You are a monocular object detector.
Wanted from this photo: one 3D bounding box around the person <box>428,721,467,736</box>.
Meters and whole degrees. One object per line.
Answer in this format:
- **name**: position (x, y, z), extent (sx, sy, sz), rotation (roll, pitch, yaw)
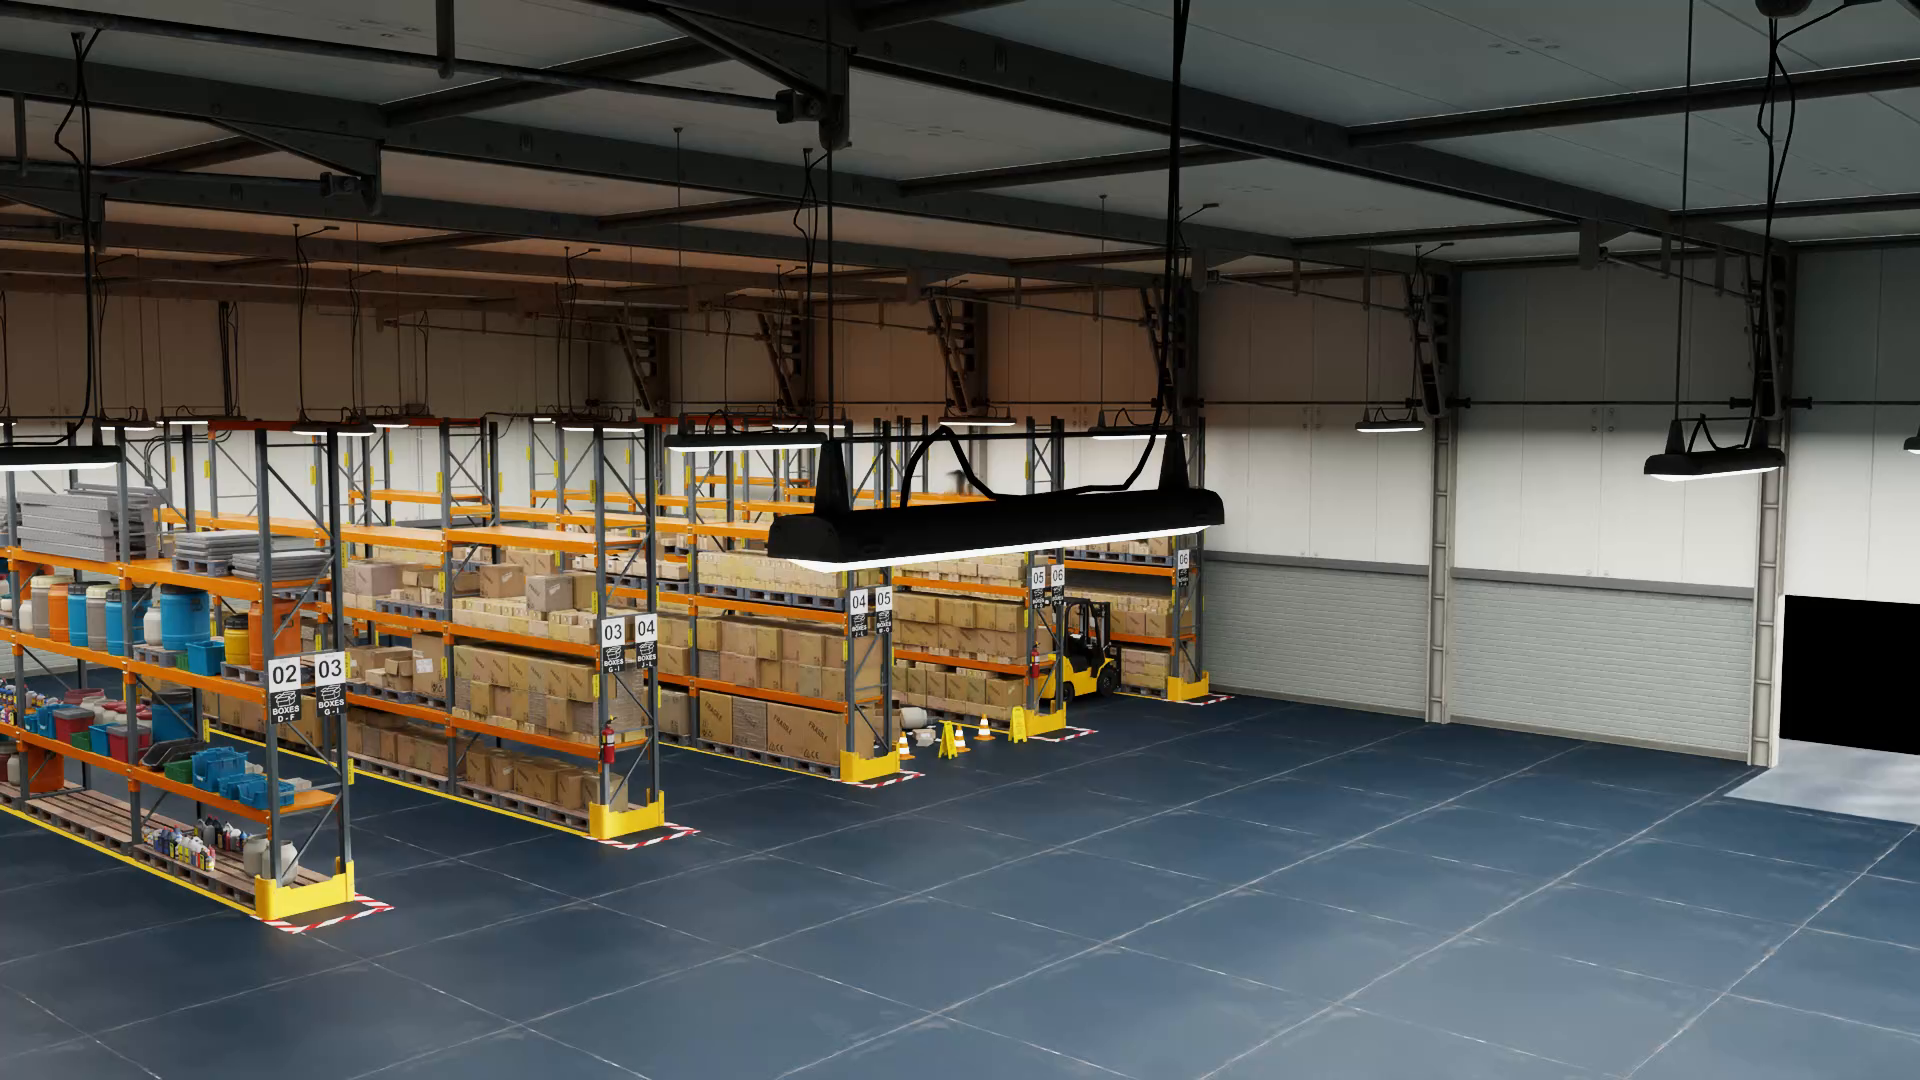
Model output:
- **person**: position (-9.633, 2.932, 31.324), extent (1.023, 1.695, 0.694), rotation (2, 5, 27)
